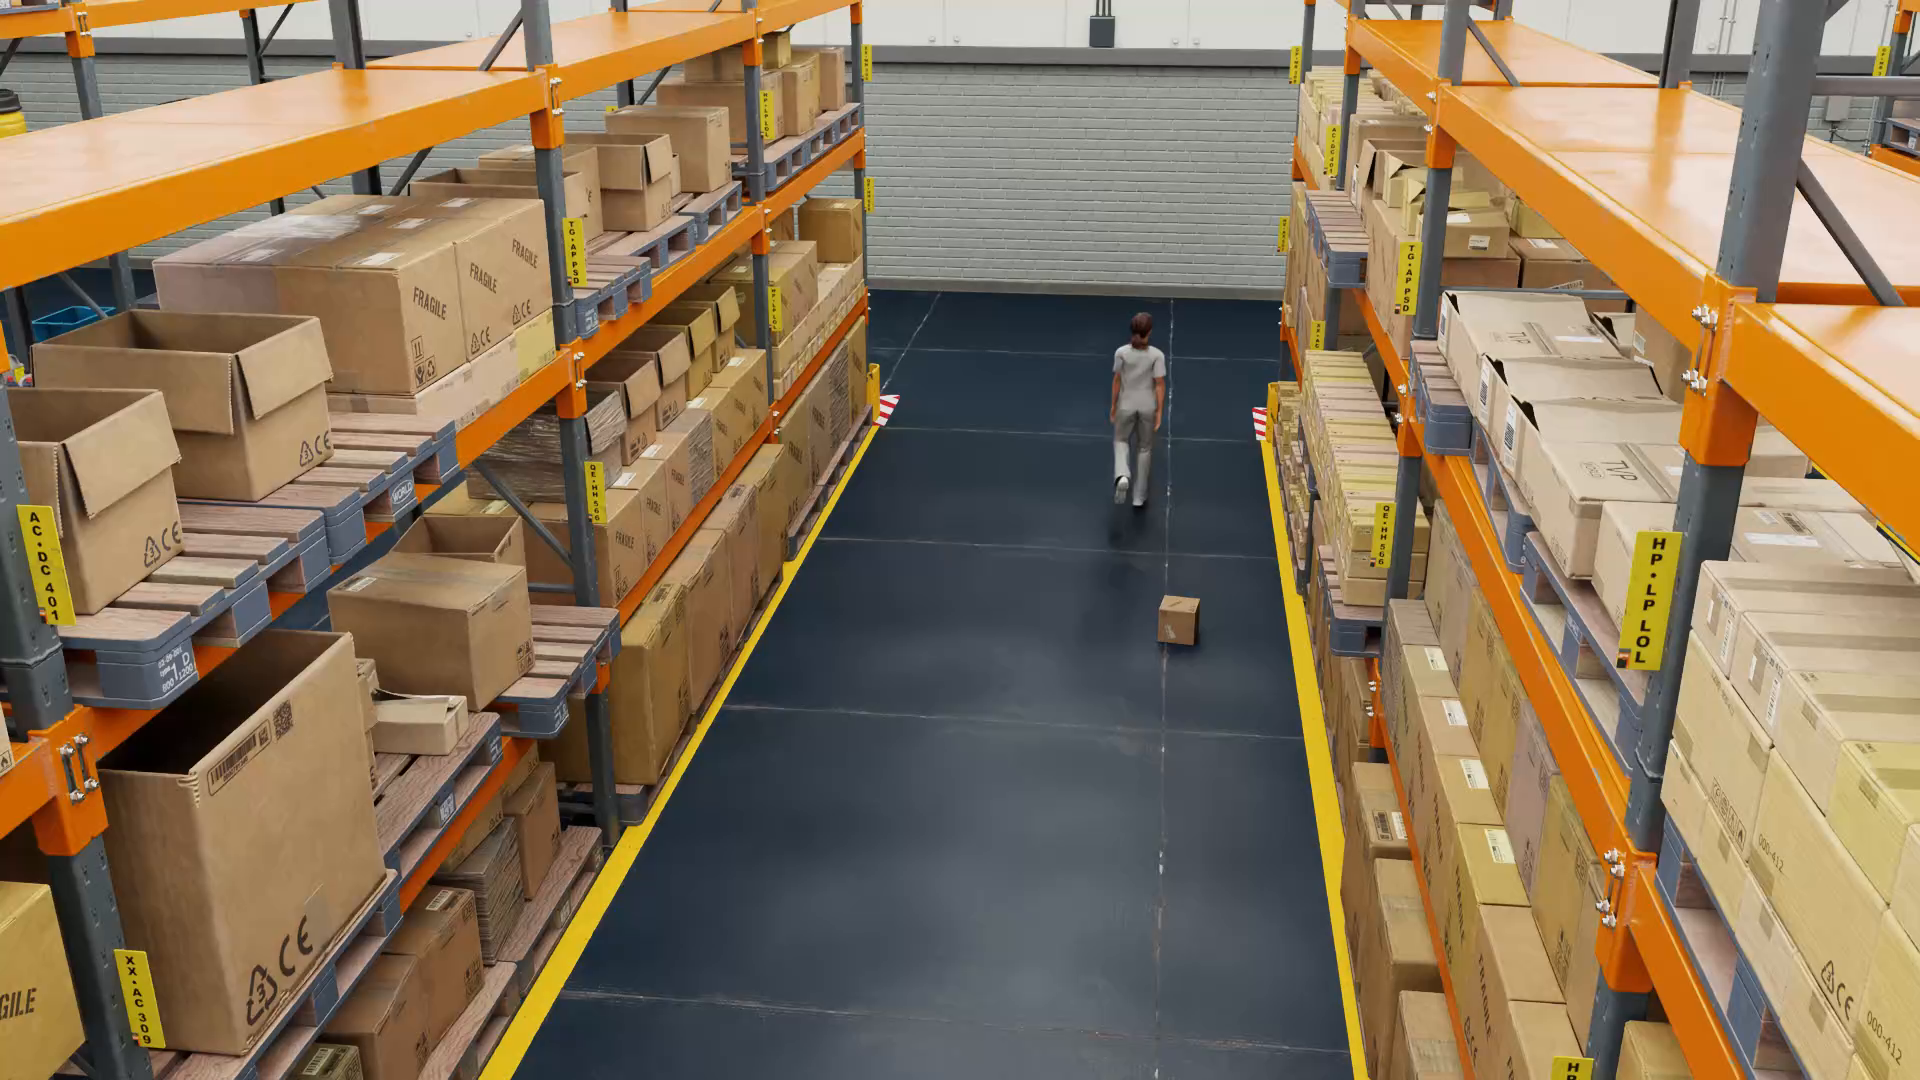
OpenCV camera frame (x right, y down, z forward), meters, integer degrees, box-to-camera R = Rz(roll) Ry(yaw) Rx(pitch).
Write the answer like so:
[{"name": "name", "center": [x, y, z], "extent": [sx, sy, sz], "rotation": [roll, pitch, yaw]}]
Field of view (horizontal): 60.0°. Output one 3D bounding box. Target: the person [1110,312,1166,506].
[{"name": "person", "center": [1.464, -0.948, 13.805], "extent": [0.462, 1.404, 0.551], "rotation": [4, 22, 11]}]
